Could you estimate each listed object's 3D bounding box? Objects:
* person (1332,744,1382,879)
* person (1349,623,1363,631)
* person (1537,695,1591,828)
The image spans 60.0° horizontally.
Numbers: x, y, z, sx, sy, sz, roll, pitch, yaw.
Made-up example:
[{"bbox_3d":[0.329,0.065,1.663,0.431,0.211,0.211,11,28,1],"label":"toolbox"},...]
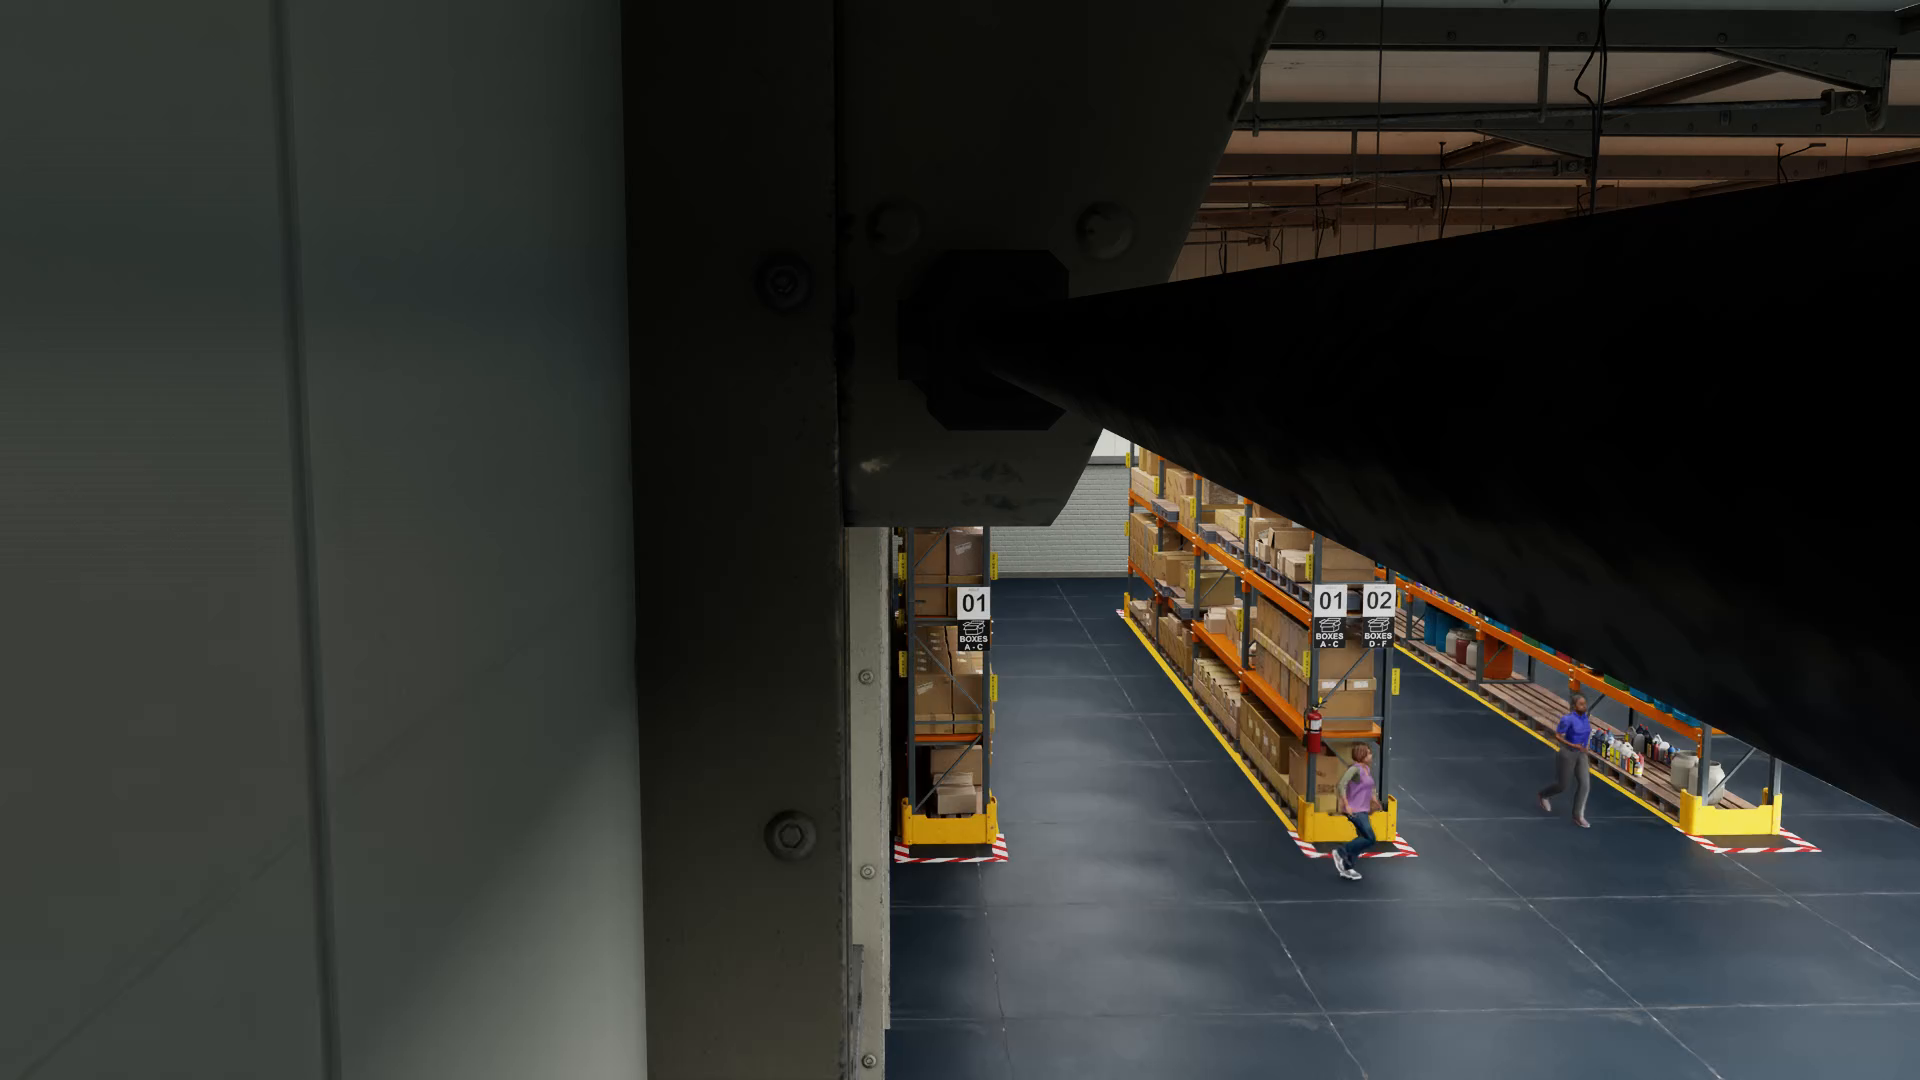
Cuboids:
[{"bbox_3d":[4.613,3.122,19.194,0.494,1.531,0.574,4,8,29],"label":"person"},{"bbox_3d":[7.320,1.570,30.380,0.730,1.827,0.978,0,7,-1],"label":"person"},{"bbox_3d":[7.868,2.799,21.368,0.592,1.663,0.768,-3,8,-22],"label":"person"}]
